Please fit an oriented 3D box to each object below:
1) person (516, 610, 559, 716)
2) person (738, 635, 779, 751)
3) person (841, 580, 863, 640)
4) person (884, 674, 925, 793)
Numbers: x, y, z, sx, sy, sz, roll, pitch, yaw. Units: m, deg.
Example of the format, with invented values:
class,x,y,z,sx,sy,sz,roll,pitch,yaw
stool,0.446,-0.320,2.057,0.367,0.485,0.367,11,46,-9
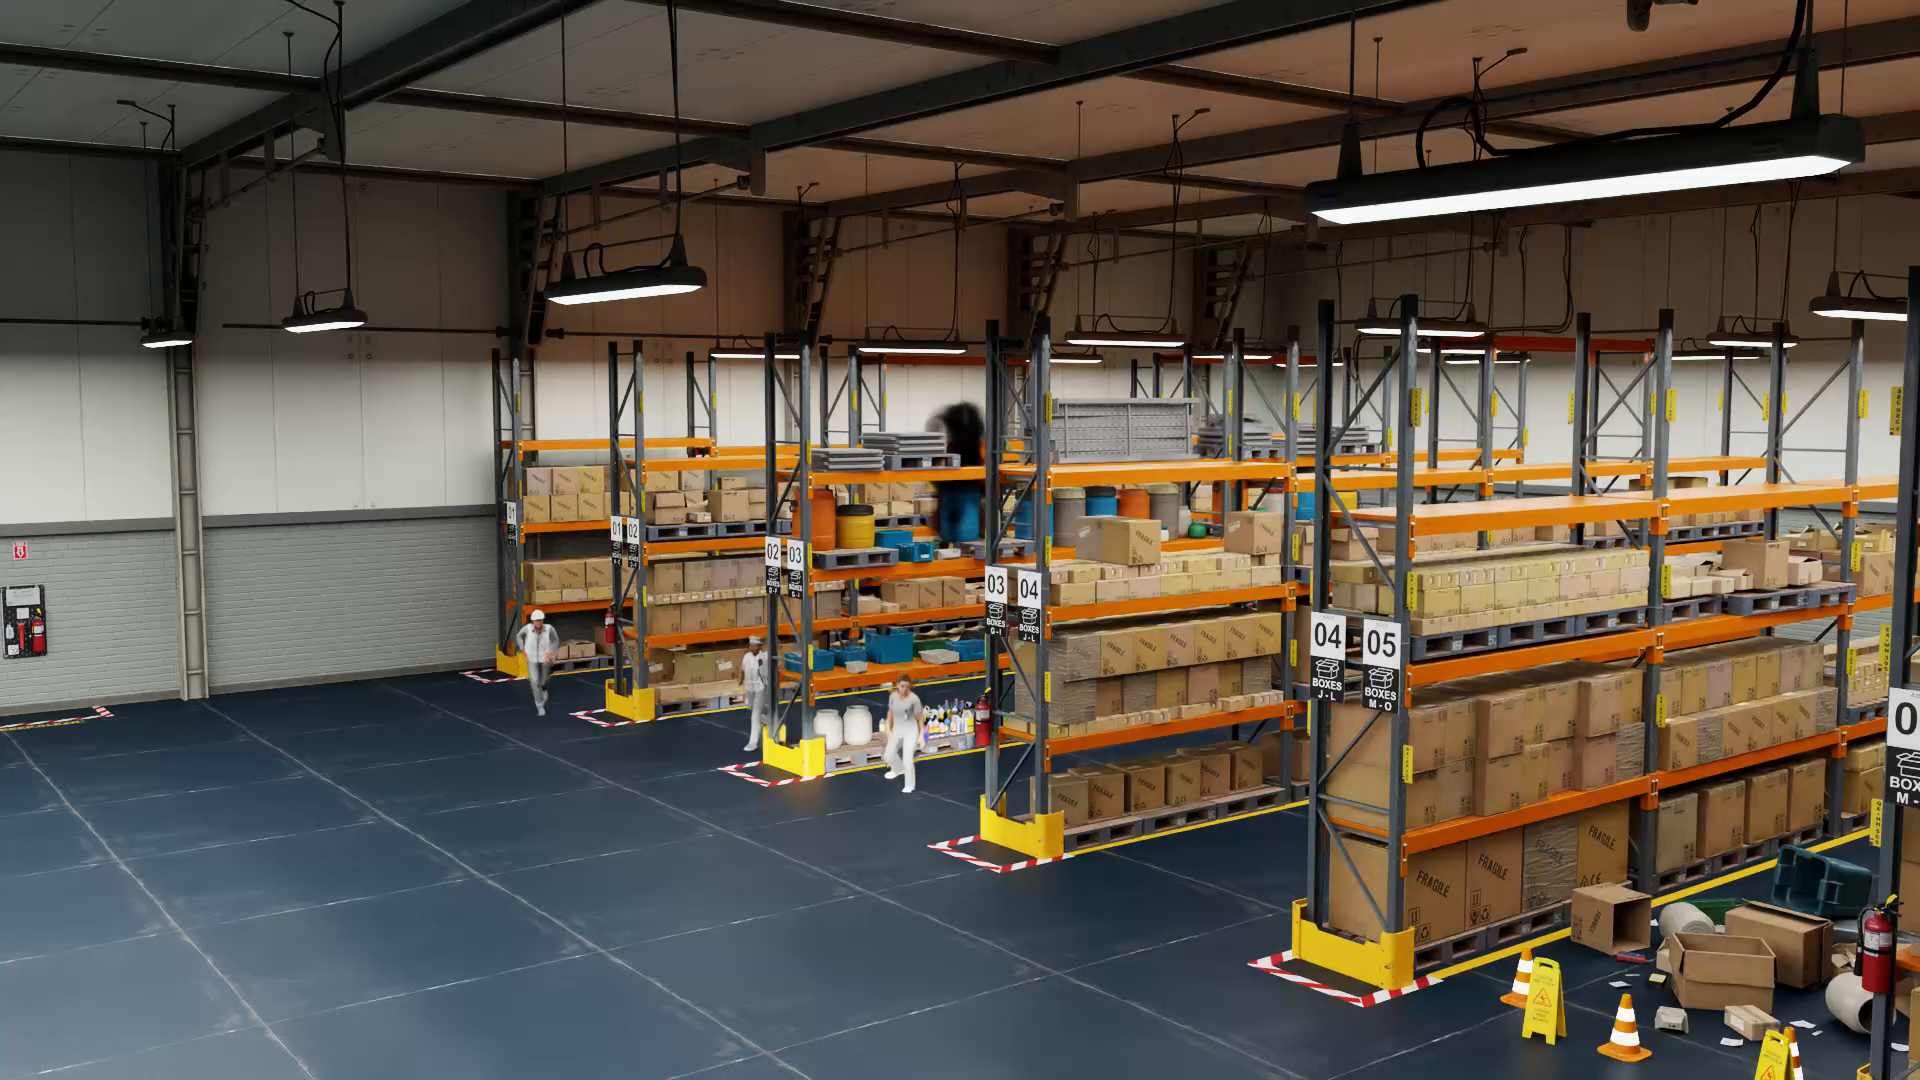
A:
class,x,y,z,sx,sy,sz,roll,pitch,yaw
person,-6.860,1.957,27.090,0.678,1.734,1.003,-1,5,-8
person,-2.935,2.190,24.294,0.591,1.660,0.883,2,6,26
person,-2.086,1.532,32.044,0.887,1.593,0.546,-5,7,-45
person,-0.727,2.475,21.684,0.760,1.573,0.706,2,6,24
